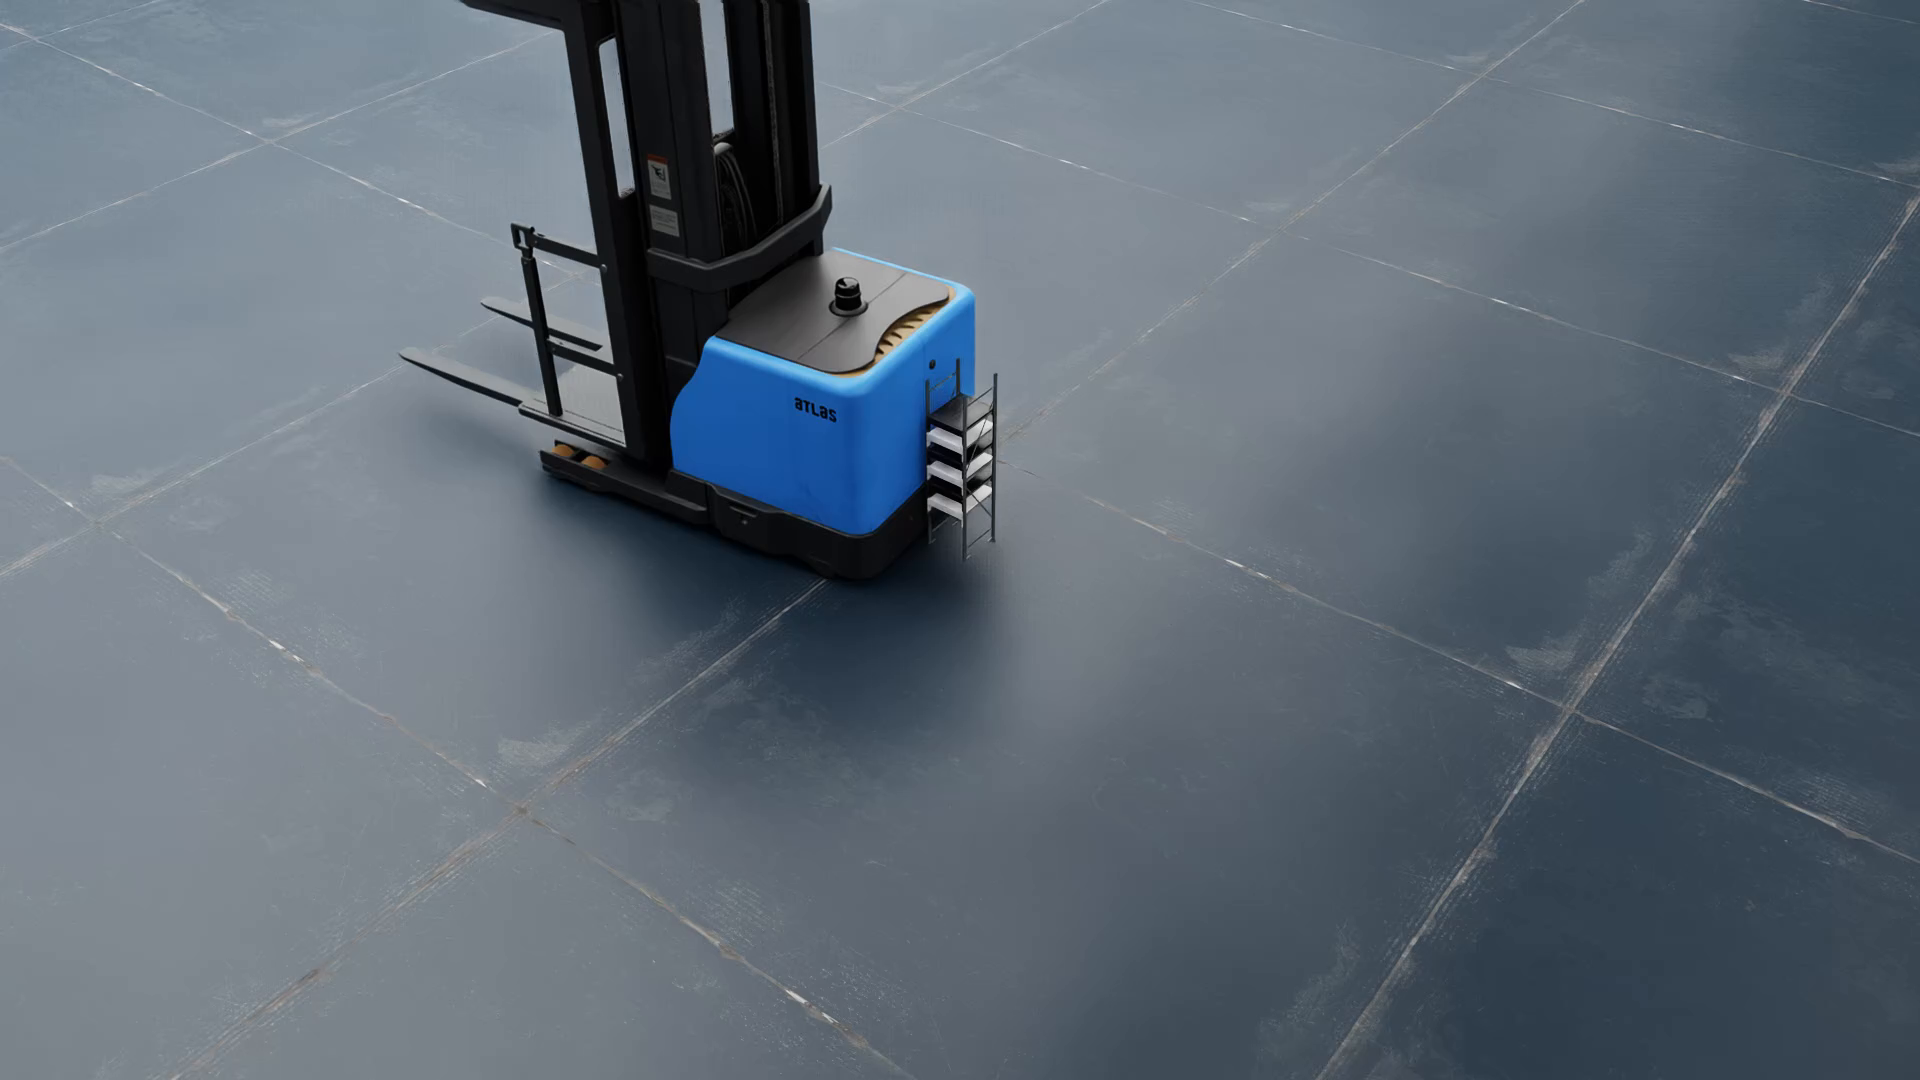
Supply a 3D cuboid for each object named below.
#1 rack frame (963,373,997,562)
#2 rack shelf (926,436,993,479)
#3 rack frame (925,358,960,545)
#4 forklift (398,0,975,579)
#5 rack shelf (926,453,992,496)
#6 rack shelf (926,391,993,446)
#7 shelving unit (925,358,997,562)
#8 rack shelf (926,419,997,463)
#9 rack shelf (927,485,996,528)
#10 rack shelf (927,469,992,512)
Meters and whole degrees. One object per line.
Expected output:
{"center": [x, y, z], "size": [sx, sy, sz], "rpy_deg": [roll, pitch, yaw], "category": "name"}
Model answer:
{"center": [0.087, -0.313, 7.420], "size": [0.006, 0.900, 0.240], "rpy_deg": [25, 45, 29], "category": "rack frame"}
{"center": [0.006, -0.396, 7.434], "size": [0.200, 0.077, 0.258], "rpy_deg": [25, 45, 29], "category": "rack shelf"}
{"center": [-0.074, -0.389, 7.517], "size": [0.006, 0.900, 0.240], "rpy_deg": [25, 45, 29], "category": "rack frame"}
{"center": [-1.447, -1.651, 7.481], "size": [3.031, 2.935, 1.130], "rpy_deg": [20, 42, 24], "category": "forklift"}
{"center": [0.006, -0.325, 7.489], "size": [0.200, 0.077, 0.258], "rpy_deg": [25, 45, 29], "category": "rack shelf"}
{"center": [0.006, -0.538, 7.323], "size": [0.200, 0.077, 0.258], "rpy_deg": [25, 45, 29], "category": "rack shelf"}
{"center": [0.006, -0.351, 7.469], "size": [0.210, 0.900, 0.258], "rpy_deg": [25, 45, 29], "category": "shelving unit"}
{"center": [0.006, -0.467, 7.378], "size": [0.200, 0.077, 0.258], "rpy_deg": [25, 45, 29], "category": "rack shelf"}
{"center": [0.006, -0.183, 7.600], "size": [0.200, 0.077, 0.258], "rpy_deg": [25, 45, 29], "category": "rack shelf"}
{"center": [0.006, -0.254, 7.545], "size": [0.200, 0.077, 0.258], "rpy_deg": [25, 45, 29], "category": "rack shelf"}
